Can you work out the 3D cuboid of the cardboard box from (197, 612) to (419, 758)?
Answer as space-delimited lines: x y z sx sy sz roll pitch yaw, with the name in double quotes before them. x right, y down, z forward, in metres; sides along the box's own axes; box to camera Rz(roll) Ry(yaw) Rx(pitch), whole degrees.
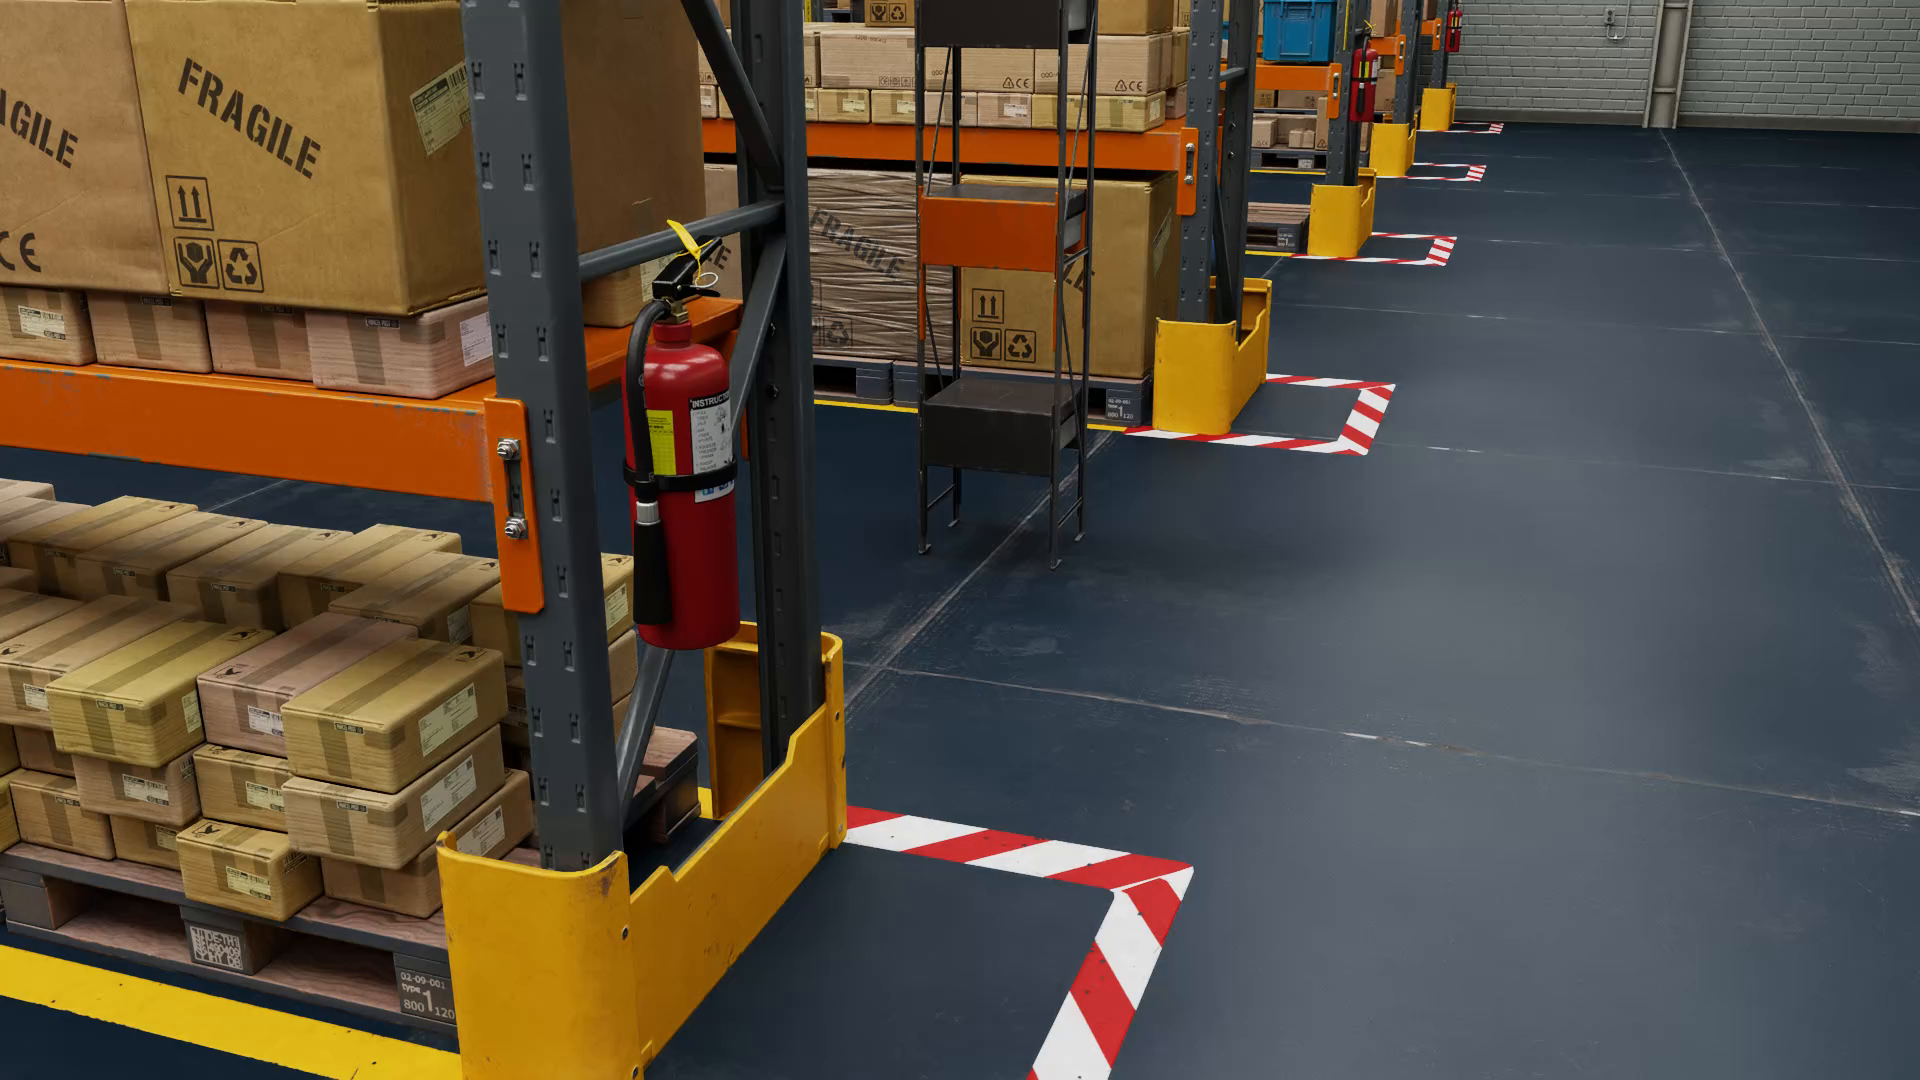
"cardboard box" -1.340 0.297 3.457 0.250 0.149 0.380 7 20 19

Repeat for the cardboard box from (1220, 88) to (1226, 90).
"cardboard box" 3.429 -5.980 21.835 0.500 0.500 0.700 6 20 18

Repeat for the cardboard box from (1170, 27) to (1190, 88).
"cardboard box" 0.820 -2.283 7.846 0.500 0.250 0.500 6 20 17

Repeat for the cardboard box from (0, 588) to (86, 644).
"cardboard box" -2.122 0.249 3.594 0.250 0.149 0.380 7 21 20

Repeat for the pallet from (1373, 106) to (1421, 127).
"pallet" 5.280 -5.444 21.372 1.213 0.211 1.003 7 20 18

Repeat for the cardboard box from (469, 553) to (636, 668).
"cardboard box" -0.922 0.158 3.855 0.250 0.149 0.380 6 20 16

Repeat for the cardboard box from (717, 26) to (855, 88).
"cardboard box" -0.813 -2.282 7.842 0.500 0.250 0.500 7 20 18

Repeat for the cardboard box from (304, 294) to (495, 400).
"cardboard box" -0.939 -0.375 2.978 0.250 0.149 0.380 7 20 18

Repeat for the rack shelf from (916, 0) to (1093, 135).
"rack shelf" 0.156 -1.622 5.453 0.480 0.518 0.431 7 20 18

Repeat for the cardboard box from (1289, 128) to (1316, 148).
"cardboard box" 3.492 -4.081 16.864 0.250 0.166 0.380 7 20 18

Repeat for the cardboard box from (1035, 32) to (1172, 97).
"cardboard box" 0.640 -2.117 7.370 0.500 0.250 0.500 6 20 17

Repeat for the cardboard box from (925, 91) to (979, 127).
"cardboard box" 0.021 -1.978 7.575 0.250 0.149 0.380 7 20 19

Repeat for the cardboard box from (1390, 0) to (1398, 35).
"cardboard box" 4.106 -5.335 16.672 0.500 0.500 0.500 7 20 19

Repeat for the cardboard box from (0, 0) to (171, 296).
"cardboard box" -1.532 -0.760 3.096 0.500 0.500 0.500 6 20 17

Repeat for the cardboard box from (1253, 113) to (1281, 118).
"cardboard box" 3.074 -4.322 17.427 0.500 0.250 0.500 7 20 18

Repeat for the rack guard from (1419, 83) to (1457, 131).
"rack guard" 6.084 -5.515 21.139 0.348 0.500 1.175 7 20 18

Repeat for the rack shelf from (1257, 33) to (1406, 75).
"rack shelf" 2.550 -5.034 17.054 4.000 0.370 1.077 7 20 18

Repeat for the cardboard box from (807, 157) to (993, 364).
"cardboard box" -0.306 -1.416 8.170 0.875 0.875 0.875 7 20 18

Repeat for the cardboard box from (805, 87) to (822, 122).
"cardboard box" -0.704 -2.061 7.812 0.250 0.149 0.380 7 20 19

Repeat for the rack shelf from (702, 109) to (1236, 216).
"rack shelf" -0.705 -1.954 8.219 4.000 0.370 1.077 7 20 18

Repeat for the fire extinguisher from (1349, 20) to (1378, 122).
"fire extinguisher" 2.803 -3.248 11.520 0.183 0.674 0.296 7 20 18

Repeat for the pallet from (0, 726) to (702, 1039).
"pallet" -1.366 0.663 3.853 1.213 0.211 1.003 7 20 18

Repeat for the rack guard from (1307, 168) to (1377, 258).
"rack guard" 2.837 -2.439 12.314 0.348 0.500 1.175 7 20 18

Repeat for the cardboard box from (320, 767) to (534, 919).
"cardboard box" -1.104 0.609 3.465 0.250 0.149 0.380 7 20 19

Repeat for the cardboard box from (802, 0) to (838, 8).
"cardboard box" -1.685 -6.076 18.161 0.500 0.500 0.700 11 22 28

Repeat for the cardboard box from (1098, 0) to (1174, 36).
"cardboard box" 0.638 -2.473 7.249 0.500 0.500 0.500 7 20 19

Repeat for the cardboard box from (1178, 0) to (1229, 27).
"cardboard box" 2.490 -5.334 16.668 0.500 0.500 0.500 6 20 17

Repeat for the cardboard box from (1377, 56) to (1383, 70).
"cardboard box" 5.186 -6.024 20.976 0.250 0.149 0.380 6 20 17

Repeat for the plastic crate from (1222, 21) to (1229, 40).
"plastic crate" 2.063 -3.767 12.490 0.300 0.233 0.416 7 20 18

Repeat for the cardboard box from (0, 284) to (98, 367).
"cardboard box" -1.652 -0.457 3.211 0.250 0.149 0.380 7 20 20

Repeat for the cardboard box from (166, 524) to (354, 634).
"cardboard box" -1.679 0.098 4.029 0.250 0.149 0.380 6 20 15

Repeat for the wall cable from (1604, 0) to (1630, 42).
"wall cable" 7.581 -7.334 21.015 1.851 1.984 0.084 7 20 18

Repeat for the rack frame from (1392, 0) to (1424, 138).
"rack frame" 4.439 -5.158 16.315 0.127 3.000 1.000 7 20 18

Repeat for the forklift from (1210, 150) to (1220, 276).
"forklift" 0.156 -2.968 10.137 3.031 2.935 1.130 6 20 16

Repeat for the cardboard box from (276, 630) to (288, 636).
"cardboard box" -1.656 0.217 4.138 0.250 0.149 0.380 7 20 20

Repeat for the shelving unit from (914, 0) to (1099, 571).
"shelving unit" 0.156 -0.974 5.679 0.503 2.100 0.431 7 20 18

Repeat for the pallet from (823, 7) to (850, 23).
"pallet" -1.279 -5.723 18.228 1.213 0.211 1.003 7 20 18

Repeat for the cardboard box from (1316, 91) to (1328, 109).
"cardboard box" 4.894 -5.815 21.360 0.500 0.500 0.700 6 20 18

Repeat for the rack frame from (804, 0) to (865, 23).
"rack frame" -0.968 -4.050 13.138 0.127 3.000 1.000 7 20 18

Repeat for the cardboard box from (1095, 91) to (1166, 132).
"cardboard box" 0.740 -1.895 7.338 0.250 0.149 0.380 7 20 19

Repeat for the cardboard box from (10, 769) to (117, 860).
"cardboard box" -1.839 0.535 3.678 0.250 0.149 0.380 7 20 19

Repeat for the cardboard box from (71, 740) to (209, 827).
"cardboard box" -1.622 0.437 3.507 0.250 0.149 0.380 6 20 16

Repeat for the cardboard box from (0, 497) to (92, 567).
"cardboard box" -2.440 0.025 4.238 0.250 0.149 0.380 7 20 18
